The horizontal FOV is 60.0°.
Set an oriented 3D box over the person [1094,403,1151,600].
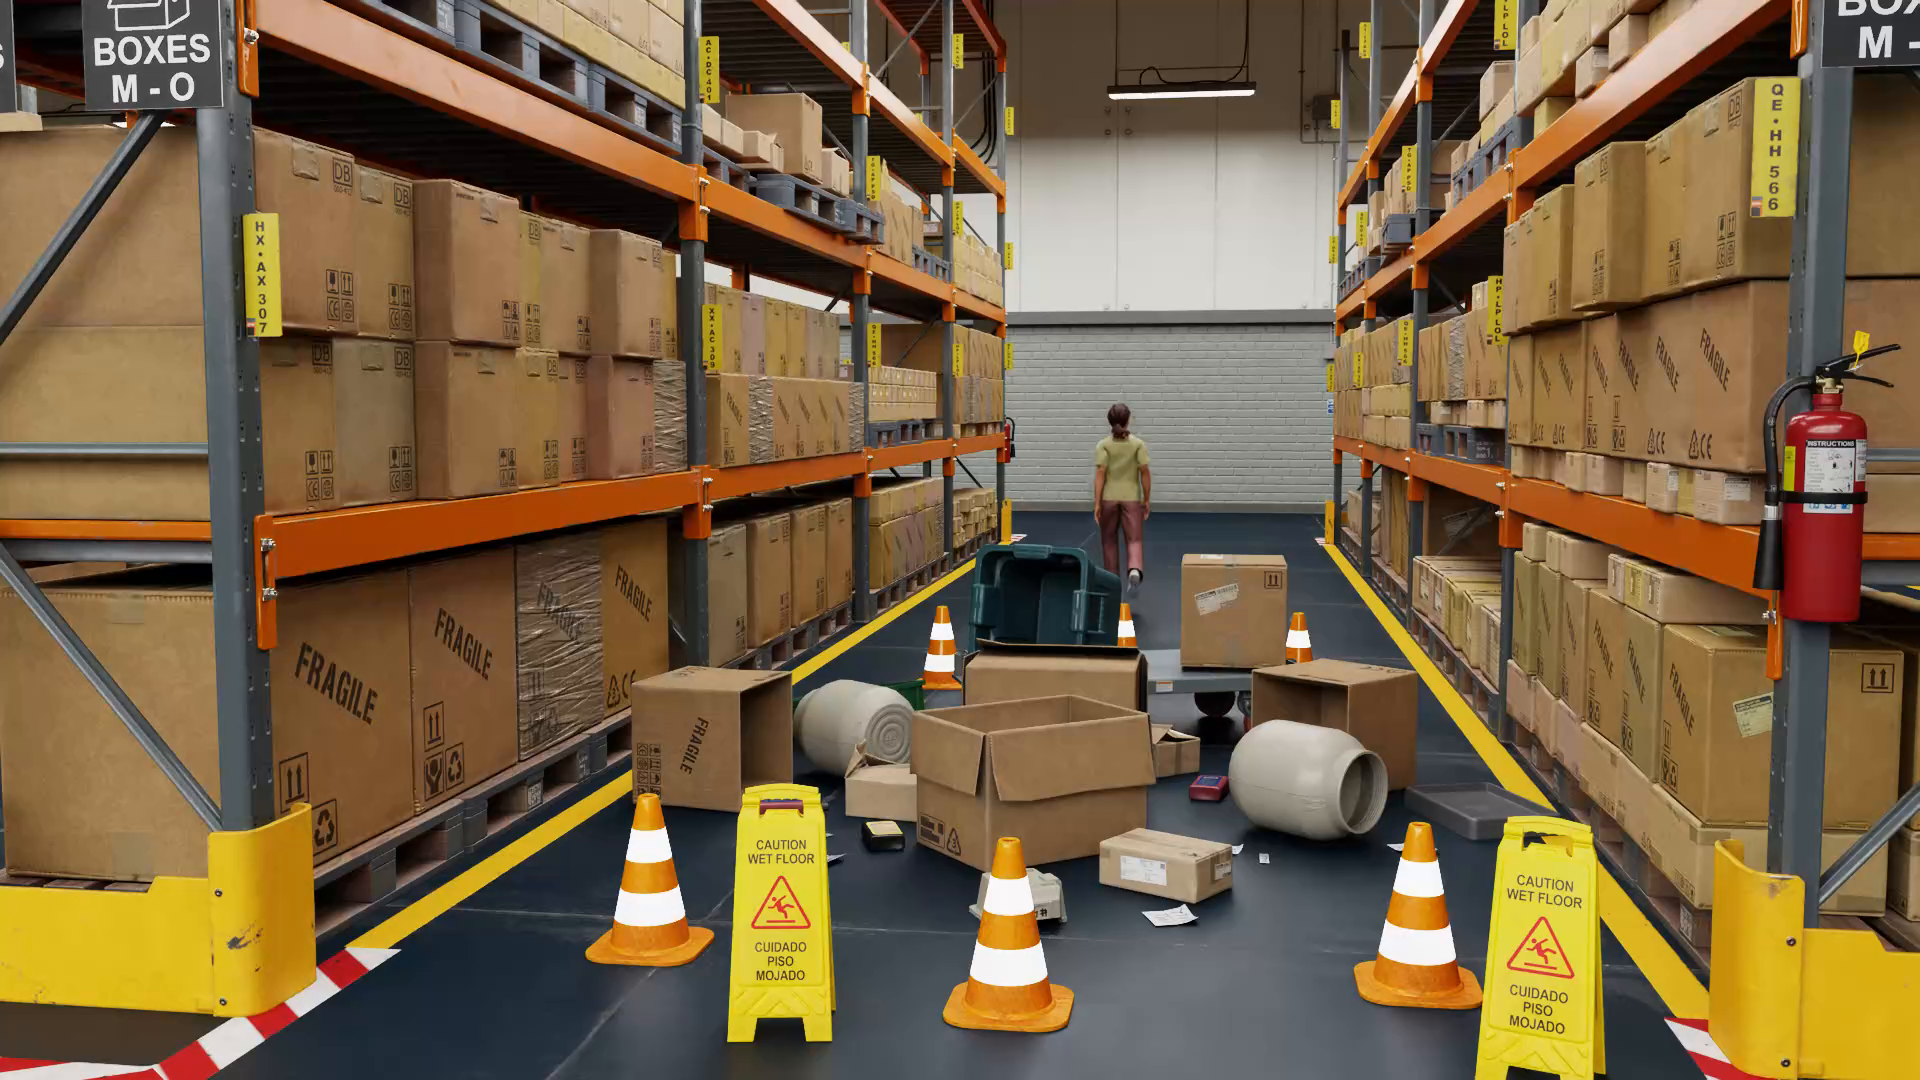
[{"bbox_3d":[1.321,-0.296,13.530,0.456,1.635,0.866,0,5,4],"label":"person"}]
